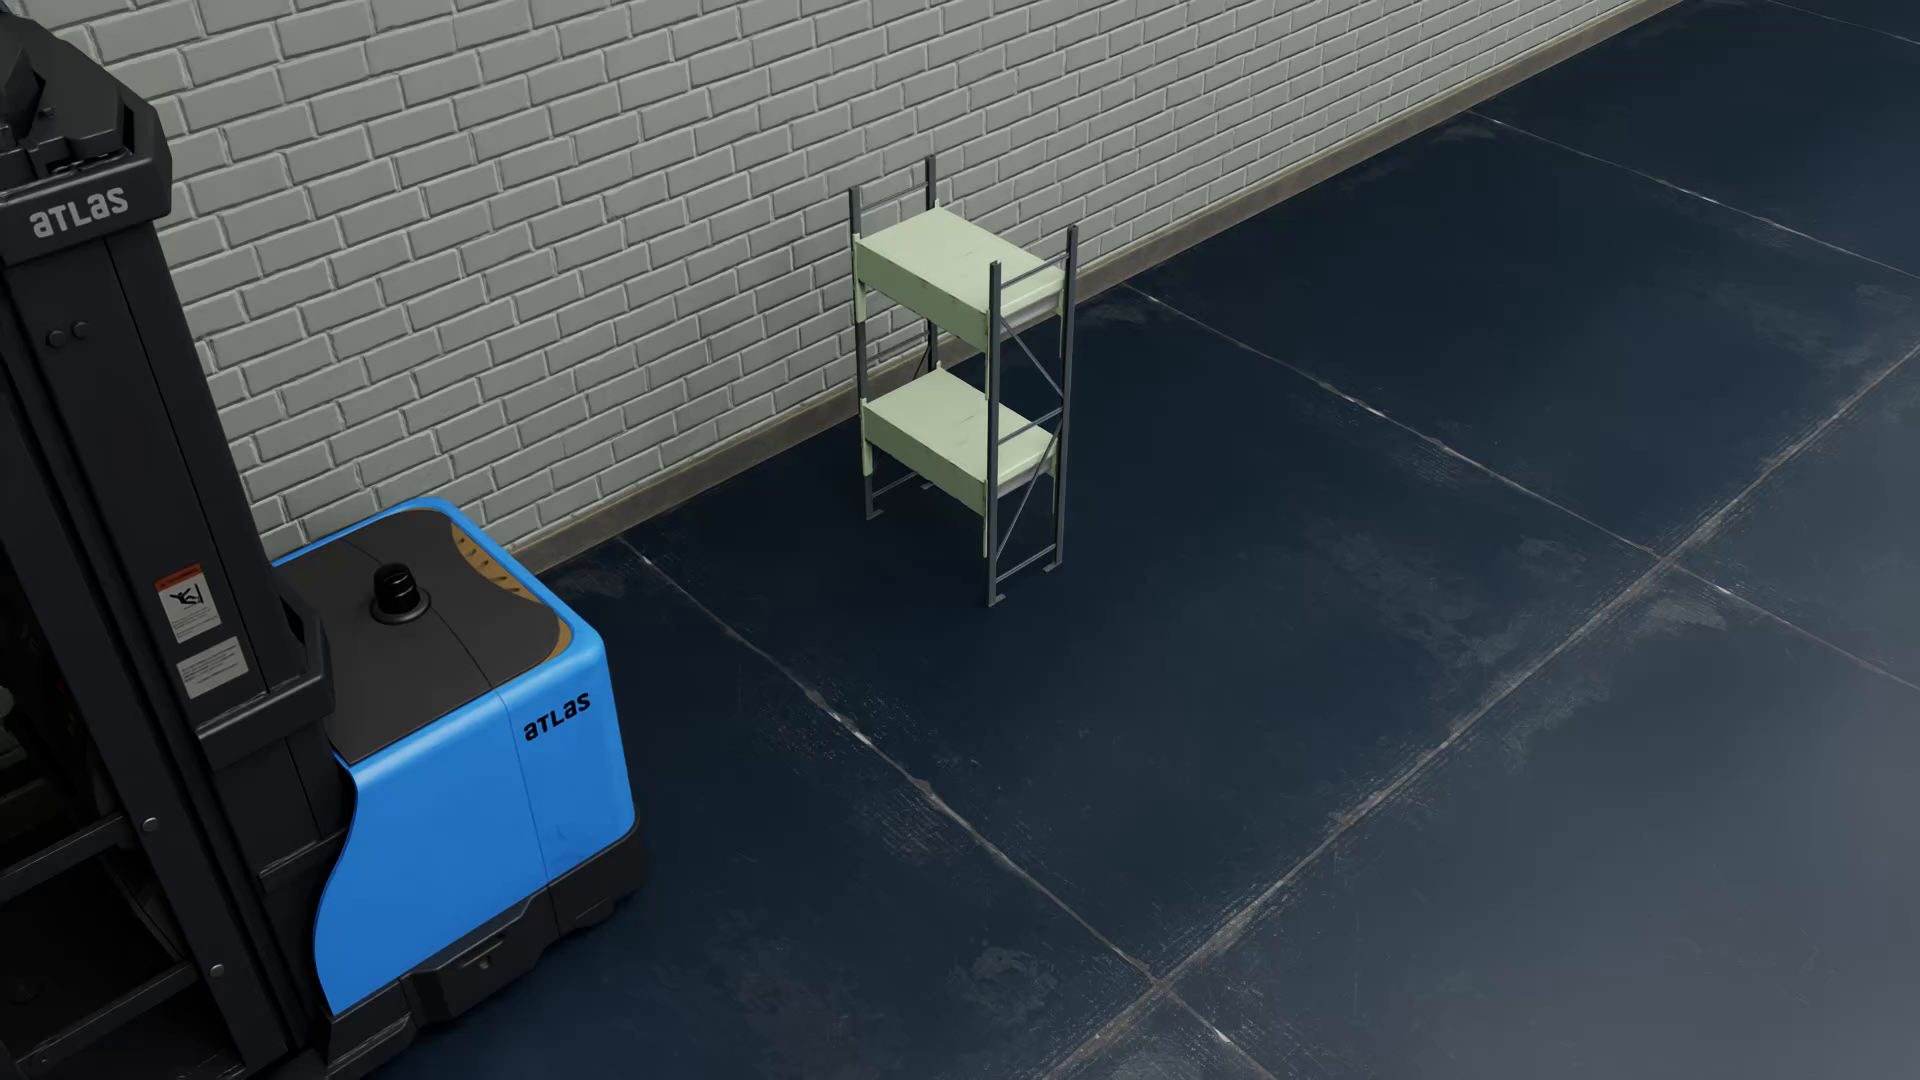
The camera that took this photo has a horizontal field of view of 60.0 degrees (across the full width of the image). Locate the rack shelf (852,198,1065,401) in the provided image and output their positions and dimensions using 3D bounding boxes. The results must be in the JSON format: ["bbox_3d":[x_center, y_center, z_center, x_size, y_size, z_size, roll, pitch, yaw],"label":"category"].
[{"bbox_3d":[0.005,-0.884,6.030,0.431,0.370,0.720,-30,48,-32],"label":"rack shelf"}]

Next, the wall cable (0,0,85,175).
[{"bbox_3d":[-3.573,-1.047,3.355,3.097,2.526,0.112,-30,48,-32],"label":"wall cable"}]

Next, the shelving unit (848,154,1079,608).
[{"bbox_3d":[0.005,-0.580,6.275,0.431,1.500,0.755,-30,48,-32],"label":"shelving unit"}]

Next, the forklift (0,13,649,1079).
[{"bbox_3d":[-2.419,0.385,3.941,3.031,2.935,1.130,-30,48,-32],"label":"forklift"}]

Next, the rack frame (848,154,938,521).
[{"bbox_3d":[-0.243,-0.750,6.485,0.400,1.500,0.023,-30,48,-32],"label":"rack frame"}]

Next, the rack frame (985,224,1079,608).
[{"bbox_3d":[0.252,-0.411,6.065,0.400,1.500,0.023,-30,48,-32],"label":"rack frame"}]

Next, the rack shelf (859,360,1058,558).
[{"bbox_3d":[0.005,-0.327,6.480,0.431,0.370,0.720,-30,48,-32],"label":"rack shelf"}]
